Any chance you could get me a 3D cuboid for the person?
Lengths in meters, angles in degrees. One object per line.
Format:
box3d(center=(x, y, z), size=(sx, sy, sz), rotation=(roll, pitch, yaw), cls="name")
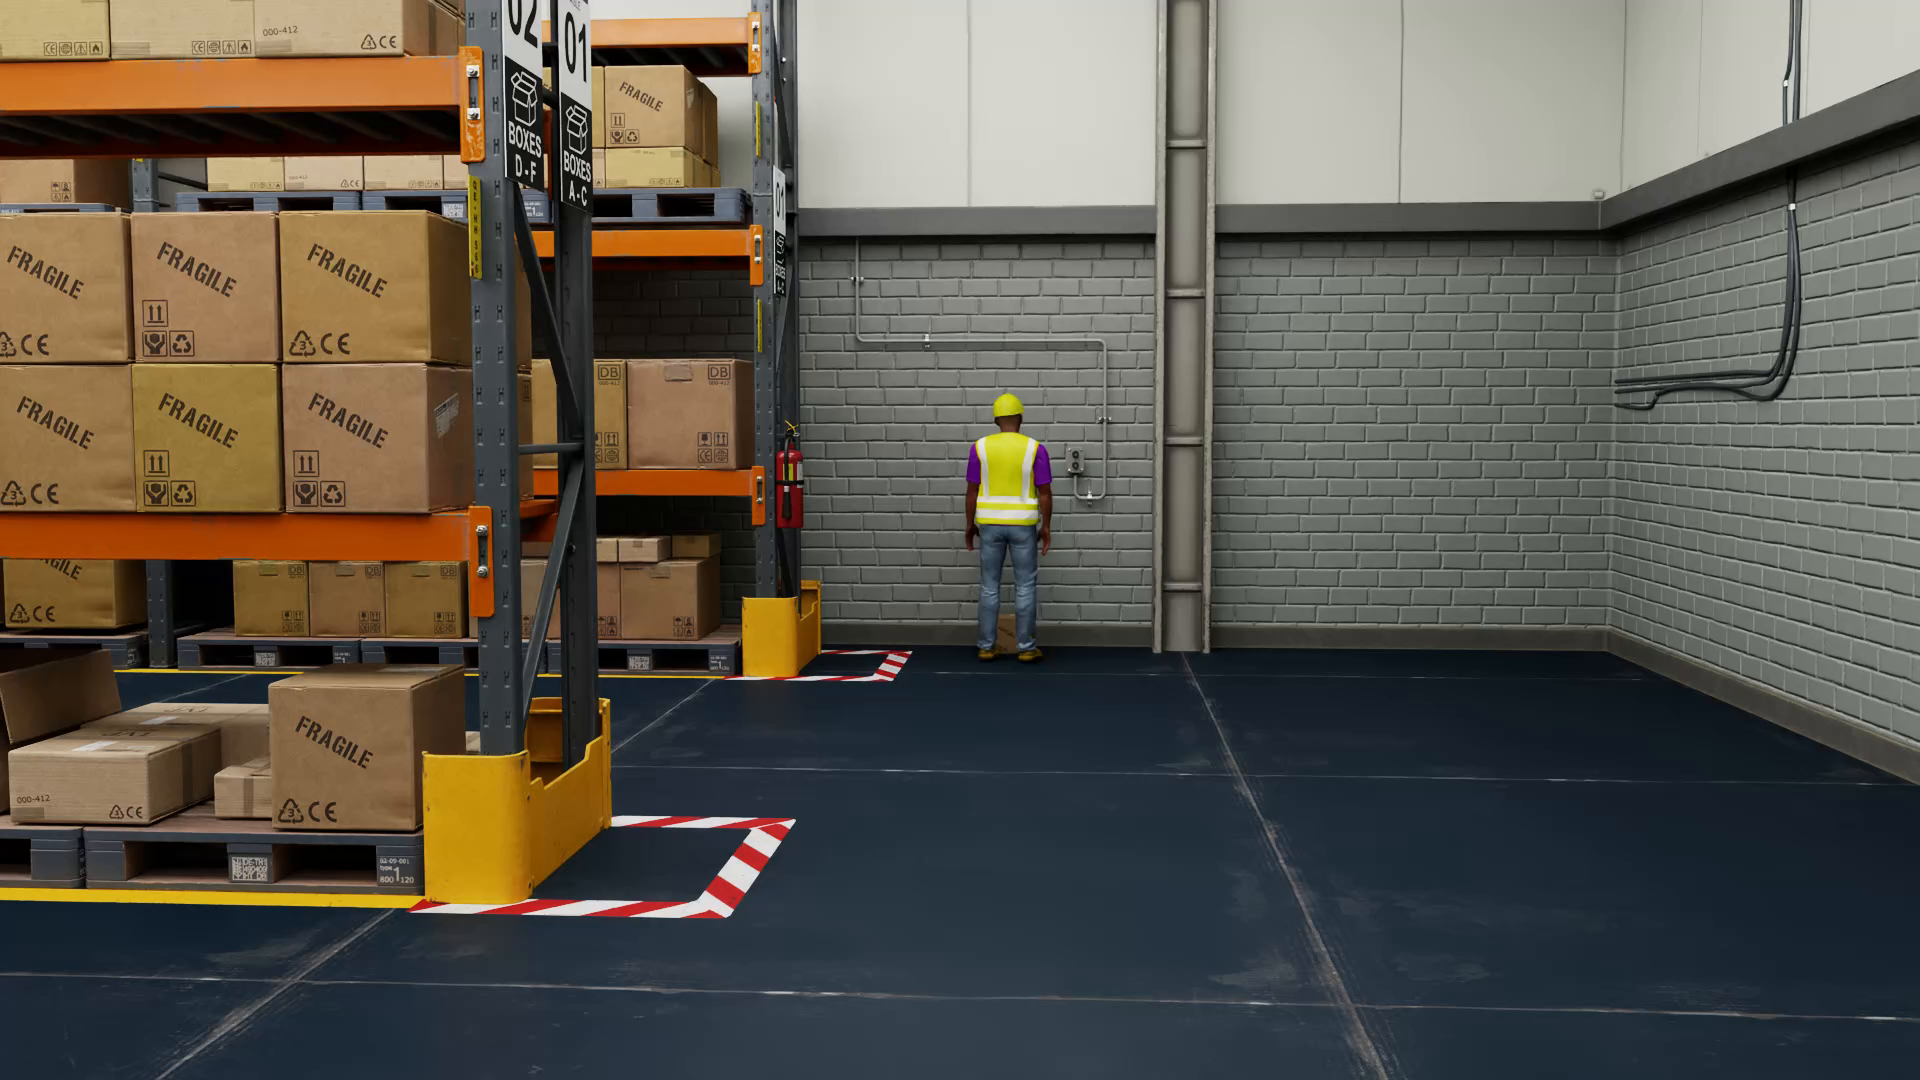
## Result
box3d(center=(0.325, -0.092, 11.117), size=(0.595, 1.770, 0.384), rotation=(1, 4, 8), cls="person")
